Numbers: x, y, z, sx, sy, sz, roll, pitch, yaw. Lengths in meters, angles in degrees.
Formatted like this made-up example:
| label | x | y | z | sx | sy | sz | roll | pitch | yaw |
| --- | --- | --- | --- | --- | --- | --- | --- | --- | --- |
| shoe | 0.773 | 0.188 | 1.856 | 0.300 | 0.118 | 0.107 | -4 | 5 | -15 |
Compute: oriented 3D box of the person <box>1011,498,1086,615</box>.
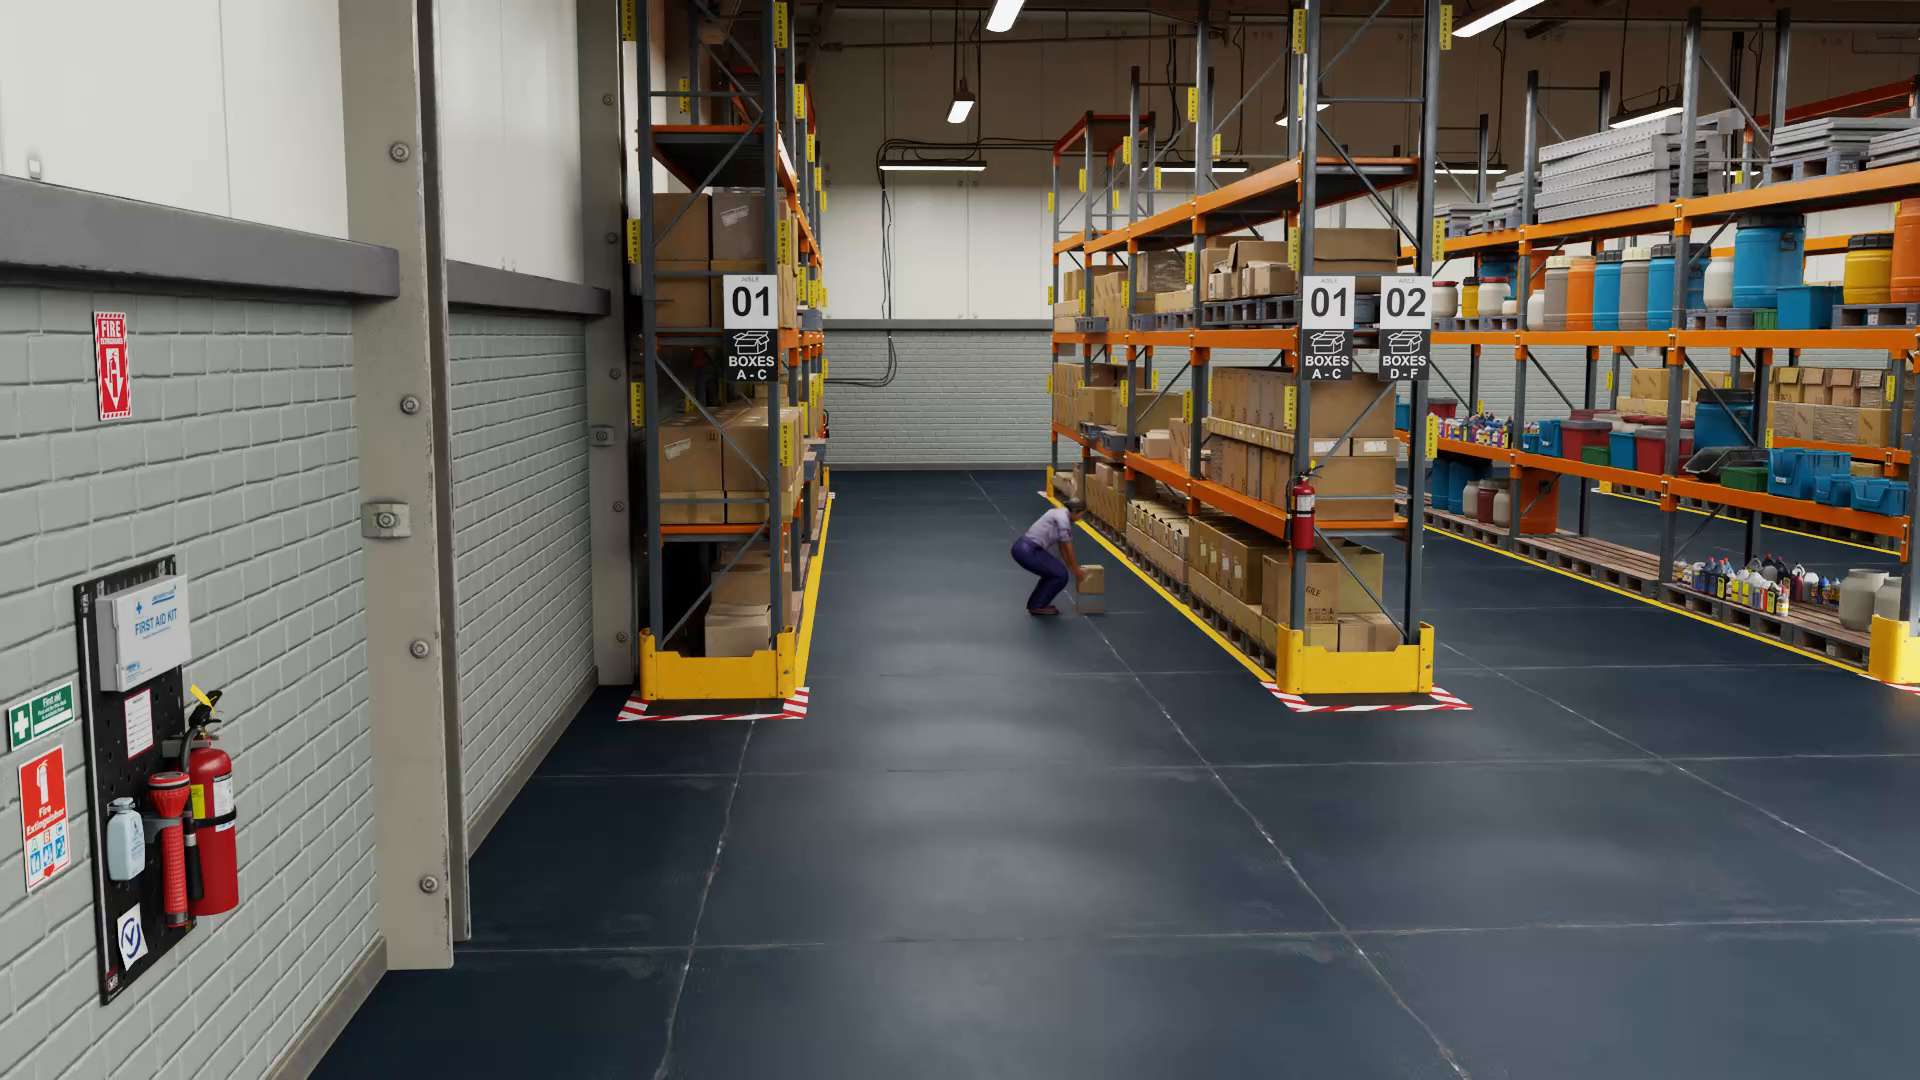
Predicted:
| label | x | y | z | sx | sy | sz | roll | pitch | yaw |
| --- | --- | --- | --- | --- | --- | --- | --- | --- | --- |
| person | 0.888 | 0.152 | 16.651 | 0.755 | 1.150 | 0.540 | 0 | 7 | -4 |
